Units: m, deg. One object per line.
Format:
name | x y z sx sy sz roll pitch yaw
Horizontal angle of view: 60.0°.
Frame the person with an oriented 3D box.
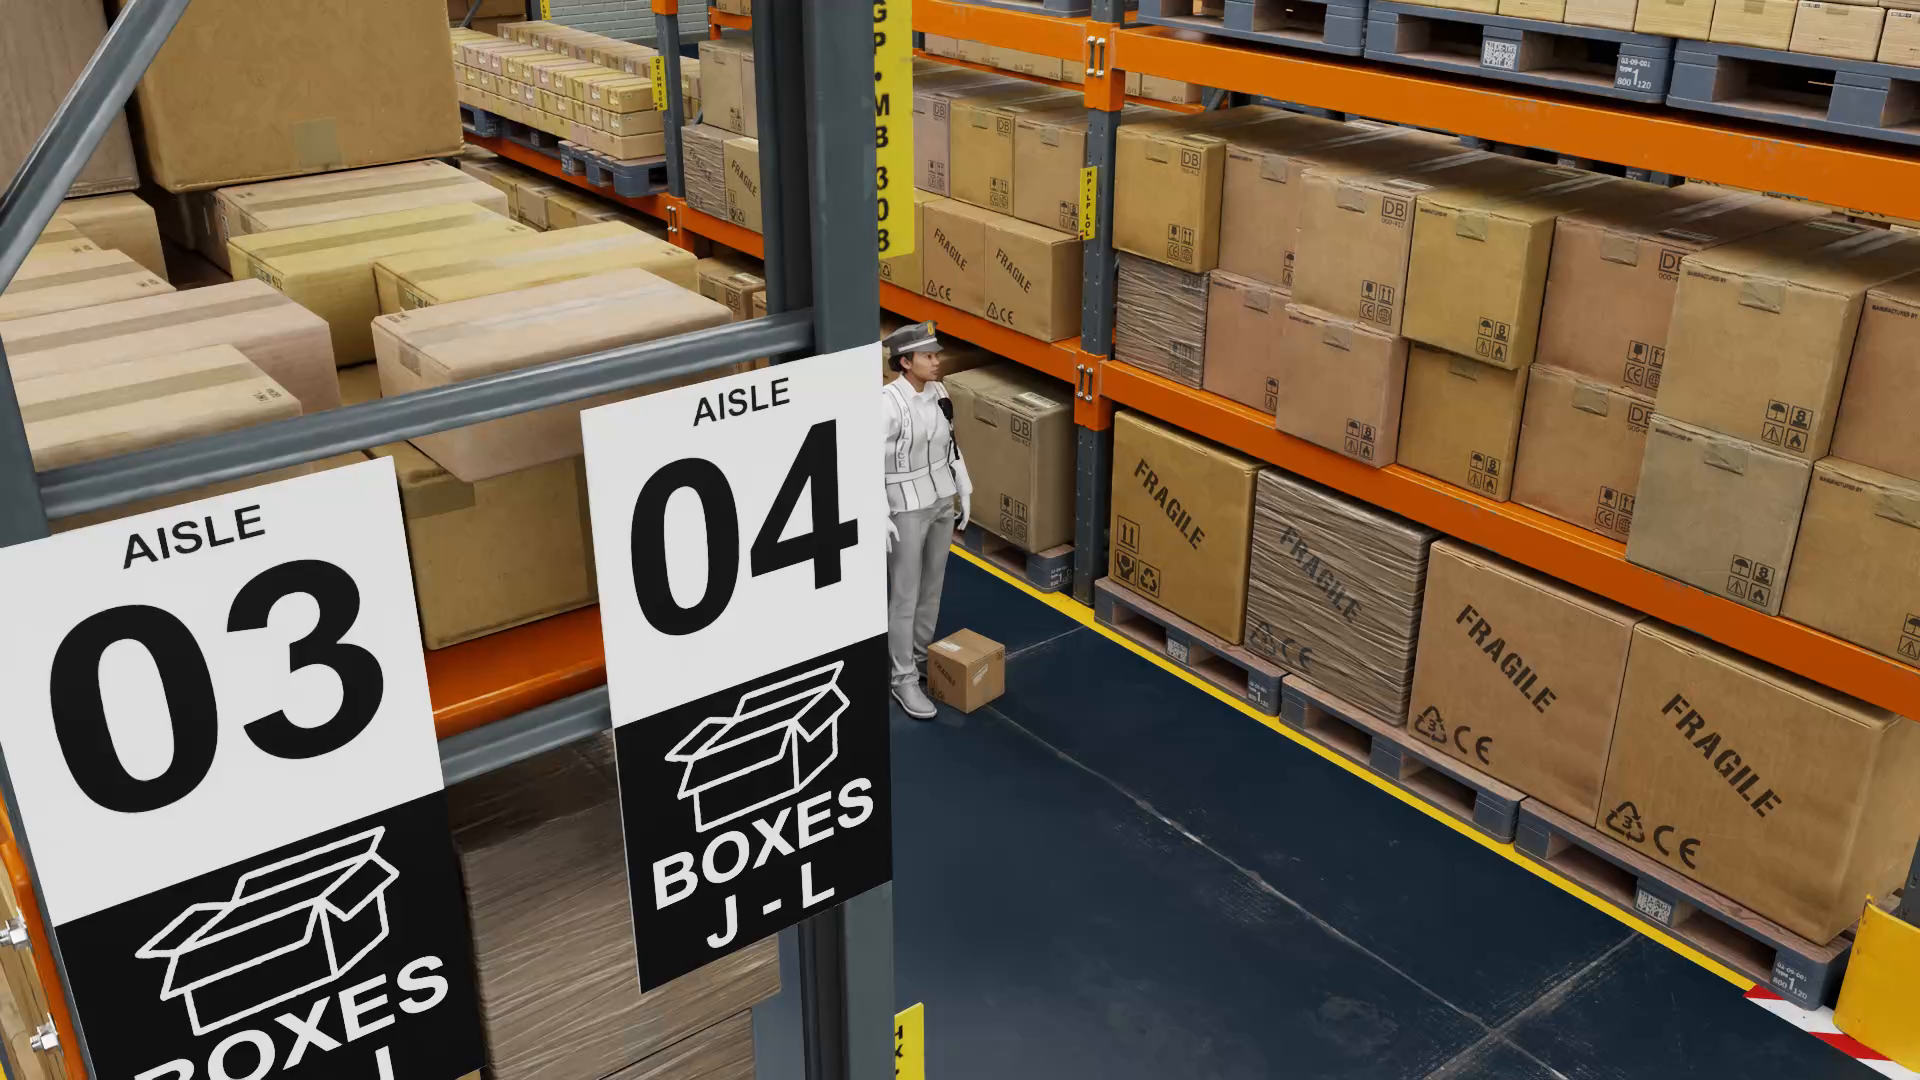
person | -0.139 -0.126 7.317 0.586 1.694 0.530 -23 33 -40
